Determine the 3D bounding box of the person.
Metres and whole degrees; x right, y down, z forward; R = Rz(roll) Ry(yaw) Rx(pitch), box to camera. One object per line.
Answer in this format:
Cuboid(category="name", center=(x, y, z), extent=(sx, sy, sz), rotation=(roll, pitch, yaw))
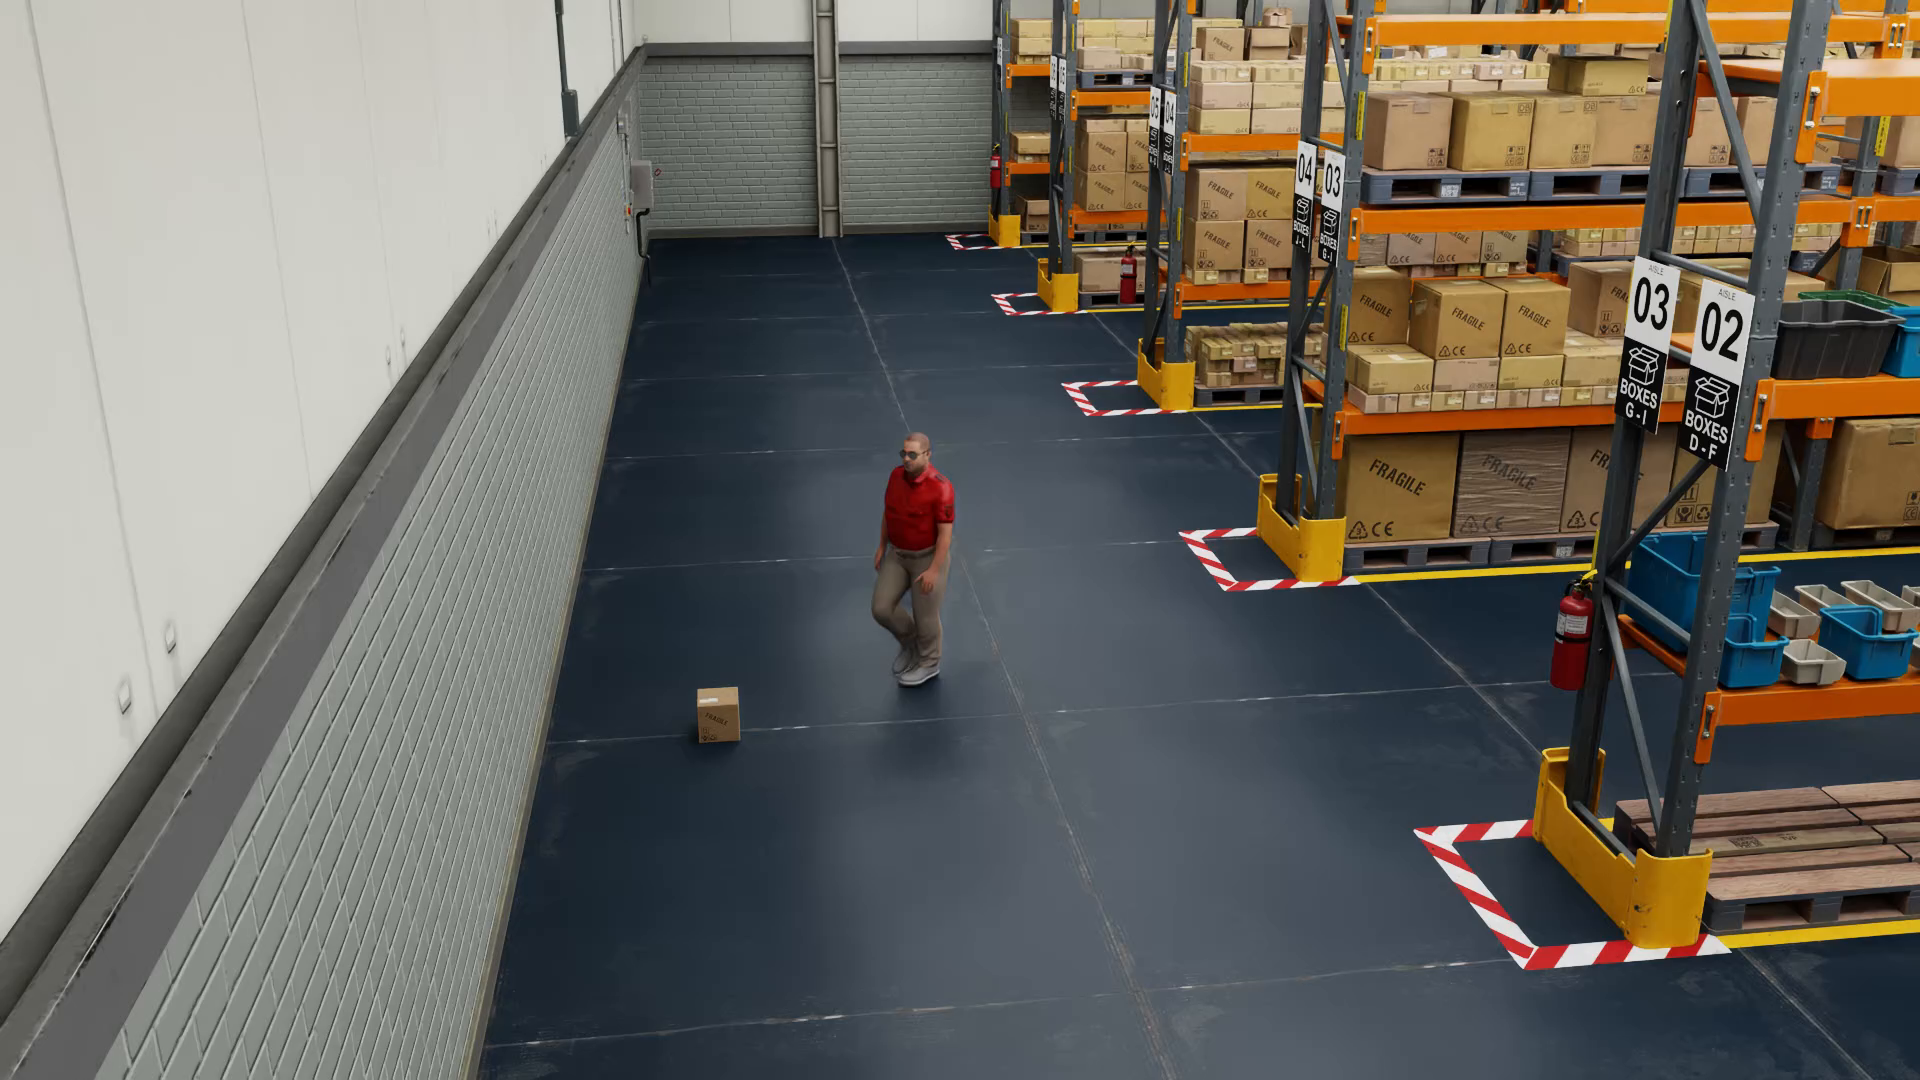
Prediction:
Cuboid(category="person", center=(-0.308, 0.128, 10.694), extent=(0.646, 1.717, 0.461), rotation=(15, 25, 36))
